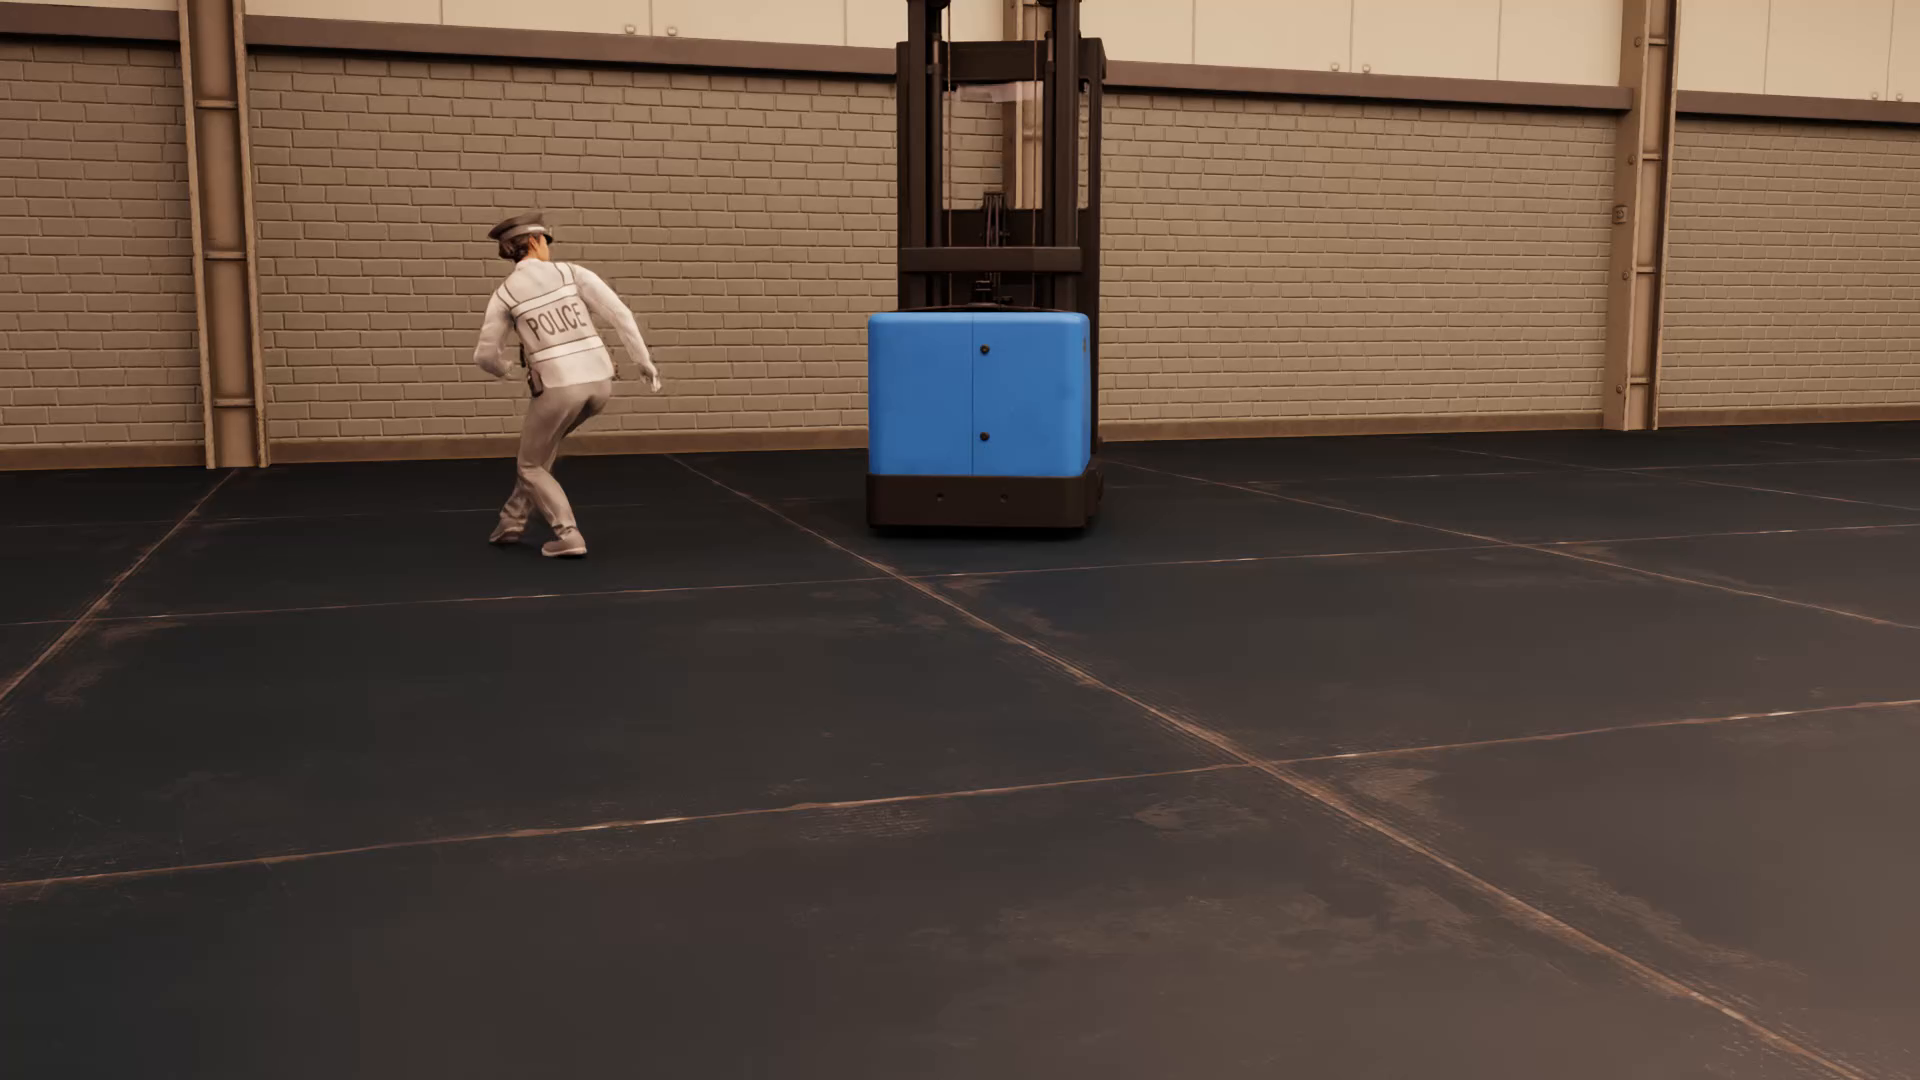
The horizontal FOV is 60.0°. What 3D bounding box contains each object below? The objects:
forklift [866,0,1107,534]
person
[{"bbox_3d":[0.237,-1.647,9.159,1.130,2.935,3.031,1,8,7],"label":"forklift"},{"bbox_3d":[-1.829,-0.708,7.537,0.701,1.526,0.729,-6,10,-39],"label":"person"}]
